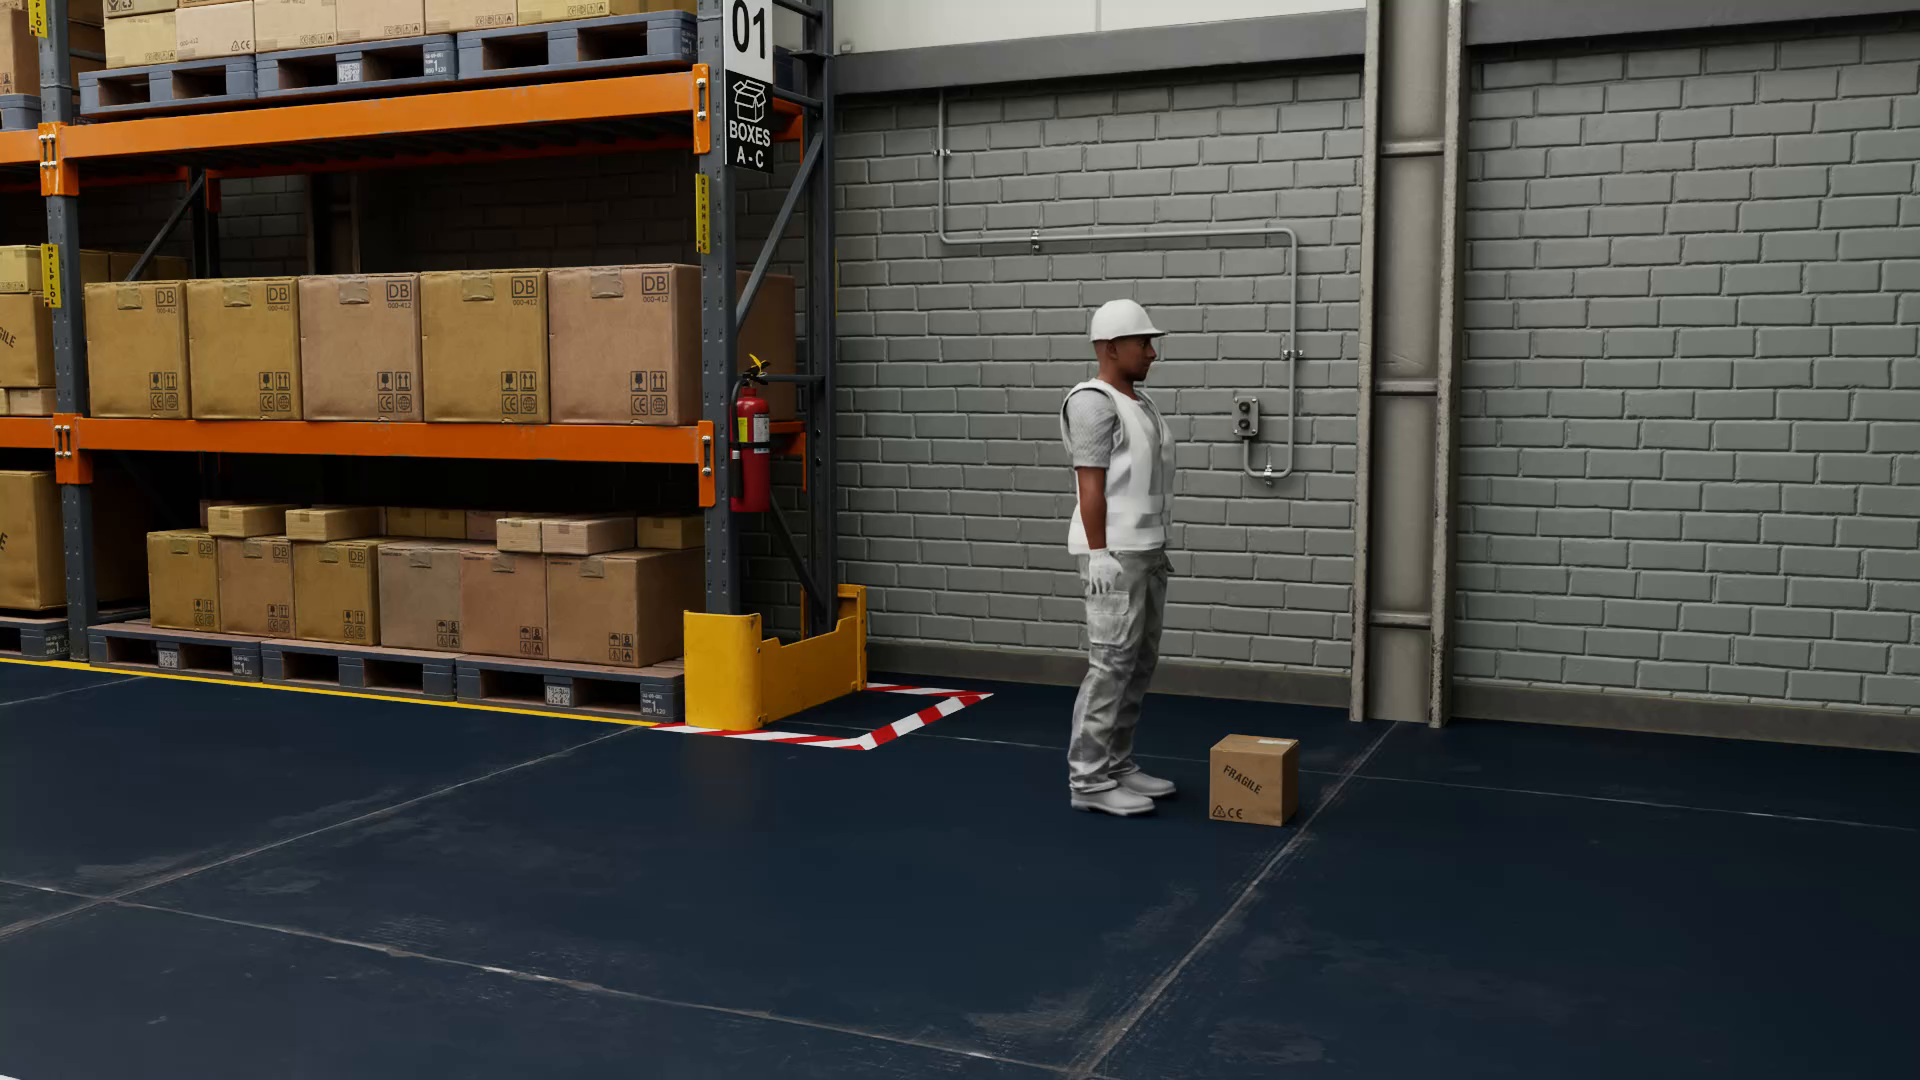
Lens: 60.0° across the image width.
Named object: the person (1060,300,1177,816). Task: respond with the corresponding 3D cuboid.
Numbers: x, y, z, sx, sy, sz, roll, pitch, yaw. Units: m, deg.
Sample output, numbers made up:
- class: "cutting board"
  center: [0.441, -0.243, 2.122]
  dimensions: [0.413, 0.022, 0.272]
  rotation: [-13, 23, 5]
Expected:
- class: "person"
  center: [0.576, 0.048, 5.884]
  dimensions: [0.359, 1.780, 0.545]
  rotation: [3, 6, 25]
